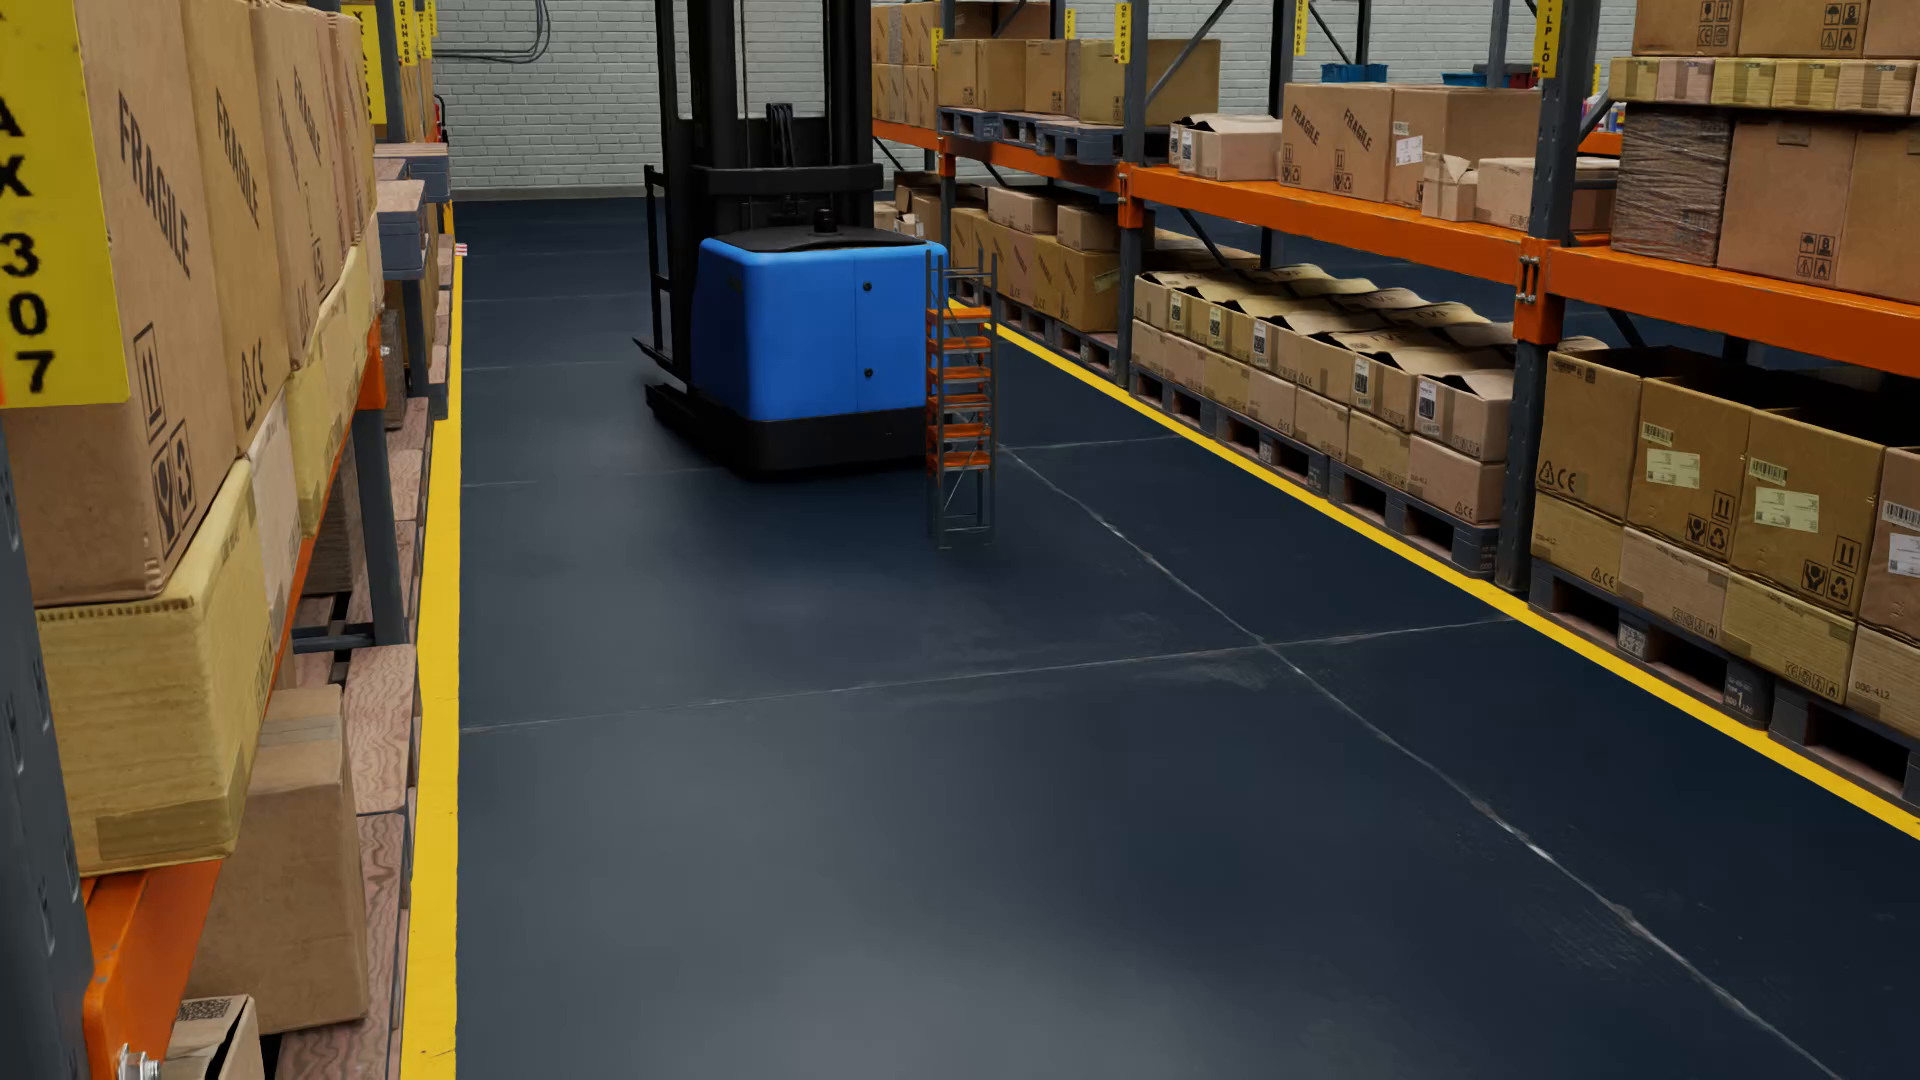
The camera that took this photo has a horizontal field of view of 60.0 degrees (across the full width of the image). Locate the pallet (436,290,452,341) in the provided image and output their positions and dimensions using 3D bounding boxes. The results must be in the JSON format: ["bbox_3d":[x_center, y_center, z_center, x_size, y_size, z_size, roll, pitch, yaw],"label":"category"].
[{"bbox_3d":[-4.135,-1.563,11.789,1.003,0.211,1.213,-5,17,-15],"label":"pallet"}]

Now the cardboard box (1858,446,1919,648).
[{"bbox_3d":[2.782,0.039,4.356,0.500,0.500,0.500,-5,17,-15],"label":"cardboard box"}]

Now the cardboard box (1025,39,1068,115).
[{"bbox_3d":[0.888,-3.264,11.700,0.700,0.500,0.500,-10,19,-29],"label":"cardboard box"}]

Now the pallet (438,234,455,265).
[{"bbox_3d":[-5.224,-2.662,15.447,1.003,0.211,1.213,-5,17,-15],"label":"pallet"}]

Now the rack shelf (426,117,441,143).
[{"bbox_3d":[-4.969,-3.315,14.023,1.077,0.370,4.000,-5,17,-15],"label":"rack shelf"}]

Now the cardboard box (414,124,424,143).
[{"bbox_3d":[-3.805,-2.713,11.170,0.380,0.149,0.250,-5,17,-15],"label":"cardboard box"}]

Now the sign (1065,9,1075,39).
[{"bbox_3d":[0.875,-4.098,13.368,0.100,0.325,0.005,-5,17,-15],"label":"sign"}]

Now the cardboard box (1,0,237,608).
[{"bbox_3d":[-0.964,-0.239,1.457,0.500,0.500,0.500,-5,17,-15],"label":"cardboard box"}]

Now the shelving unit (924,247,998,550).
[{"bbox_3d":[0.004,-0.571,6.766,0.258,1.200,0.189,-5,17,-15],"label":"shelving unit"}]

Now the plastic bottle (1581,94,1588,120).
[{"bbox_3d":[5.041,-3.453,13.435,0.061,0.283,0.133,-5,17,-15],"label":"plastic bottle"}]

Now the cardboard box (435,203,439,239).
[{"bbox_3d":[-5.230,-3.031,15.442,0.700,0.500,0.500,-5,17,-15],"label":"cardboard box"}]

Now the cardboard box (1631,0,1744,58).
[{"bbox_3d":[2.669,-1.833,5.411,0.700,0.500,0.500,-5,17,-15],"label":"cardboard box"}]

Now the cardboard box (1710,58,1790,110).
[{"bbox_3d":[2.571,-1.414,5.144,0.380,0.149,0.250,-5,17,-17],"label":"cardboard box"}]

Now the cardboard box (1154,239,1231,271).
[{"bbox_3d":[1.442,-1.699,10.973,0.500,0.500,0.500,-5,18,-17],"label":"cardboard box"}]

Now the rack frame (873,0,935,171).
[{"bbox_3d":[-0.757,-4.605,17.069,1.000,3.000,0.127,-5,17,-15],"label":"rack frame"}]

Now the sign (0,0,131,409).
[{"bbox_3d":[-0.600,-0.244,1.046,0.100,0.325,0.005,-5,17,-15],"label":"sign"}]

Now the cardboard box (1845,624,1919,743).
[{"bbox_3d":[2.785,0.397,4.465,0.500,0.250,0.500,-5,17,-15],"label":"cardboard box"}]

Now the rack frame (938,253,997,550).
[{"bbox_3d":[0.029,-0.545,6.682,0.240,1.200,0.006,-5,17,-15],"label":"rack frame"}]

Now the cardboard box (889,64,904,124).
[{"bbox_3d":[-0.328,-3.949,14.711,0.500,0.500,0.500,-4,17,-14],"label":"cardboard box"}]

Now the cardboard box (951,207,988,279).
[{"bbox_3d":[0.241,-2.359,13.172,0.500,0.500,0.500,-6,18,-18],"label":"cardboard box"}]

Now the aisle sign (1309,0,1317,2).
[{"bbox_3d":[3.702,-6.237,17.983,0.394,0.787,0.004,-5,17,-15],"label":"aisle sign"}]

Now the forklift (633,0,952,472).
[{"bbox_3d":[-1.109,-2.104,8.861,1.130,2.935,3.031,-7,18,-23],"label":"forklift"}]

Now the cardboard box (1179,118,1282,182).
[{"bbox_3d":[1.501,-2.087,8.840,0.500,0.311,0.500,-5,17,-16],"label":"cardboard box"}]

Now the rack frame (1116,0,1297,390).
[{"bbox_3d":[1.442,-2.392,9.702,1.000,3.000,0.127,-5,17,-15],"label":"rack frame"}]

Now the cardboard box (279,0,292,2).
[{"bbox_3d":[-3.694,-2.664,8.576,0.500,0.250,0.500,-4,17,-14],"label":"cardboard box"}]

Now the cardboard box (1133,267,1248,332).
[{"bbox_3d":[1.303,-1.377,9.397,0.500,0.311,0.500,-4,17,-13],"label":"cardboard box"}]

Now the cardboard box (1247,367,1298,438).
[{"bbox_3d":[1.732,-0.684,8.066,0.500,0.250,0.500,-4,17,-14],"label":"cardboard box"}]

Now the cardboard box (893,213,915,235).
[{"bbox_3d":[-0.293,-2.764,14.850,0.500,0.311,0.500,-5,17,-15],"label":"cardboard box"}]

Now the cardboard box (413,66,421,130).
[{"bbox_3d":[-3.628,-2.780,10.269,0.500,0.500,0.500,-4,17,-14],"label":"cardboard box"}]

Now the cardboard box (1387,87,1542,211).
[{"bbox_3d":[2.201,-1.693,7.201,0.500,0.500,0.500,-3,17,-11],"label":"cardboard box"}]

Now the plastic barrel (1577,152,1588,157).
[{"bbox_3d":[5.239,-2.934,14.422,0.600,0.901,0.708,-5,17,-15],"label":"plastic barrel"}]

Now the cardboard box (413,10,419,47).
[{"bbox_3d":[-4.045,-3.556,11.547,0.500,0.250,0.500,-4,17,-14],"label":"cardboard box"}]

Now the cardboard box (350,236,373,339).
[{"bbox_3d":[-1.670,-0.585,3.913,0.500,0.250,0.500,-5,17,-15],"label":"cardboard box"}]

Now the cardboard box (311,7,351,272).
[{"bbox_3d":[-1.523,-0.806,3.344,0.500,0.500,0.500,-5,17,-17],"label":"cardboard box"}]

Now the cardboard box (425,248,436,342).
[{"bbox_3d":[-3.631,-1.628,10.164,0.750,0.750,0.750,-5,17,-16],"label":"cardboard box"}]

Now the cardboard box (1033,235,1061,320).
[{"bbox_3d":[0.817,-1.789,11.274,0.500,0.500,0.500,-5,18,-17],"label":"cardboard box"}]

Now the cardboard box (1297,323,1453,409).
[{"bbox_3d":[1.870,-0.810,7.508,0.500,0.311,0.500,-5,17,-15],"label":"cardboard box"}]

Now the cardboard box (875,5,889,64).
[{"bbox_3d":[-0.464,-4.565,15.024,0.500,0.500,0.500,-5,17,-16],"label":"cardboard box"}]

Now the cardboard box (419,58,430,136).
[{"bbox_3d":[-4.553,-3.401,12.539,0.980,0.700,0.700,-4,17,-14],"label":"cardboard box"}]

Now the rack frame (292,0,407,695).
[{"bbox_3d":[-2.221,-0.893,4.711,1.000,3.000,0.127,-5,17,-15],"label":"rack frame"}]

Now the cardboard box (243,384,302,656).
[{"bbox_3d":[-1.107,-0.027,2.054,0.500,0.250,0.500,-5,18,-17],"label":"cardboard box"}]

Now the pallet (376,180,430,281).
[{"bbox_3d":[-2.291,-1.024,5.481,1.003,0.211,1.213,-5,17,-15],"label":"pallet"}]

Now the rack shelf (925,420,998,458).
[{"bbox_3d":[0.004,-0.413,6.813,0.258,0.103,0.180,-5,17,-15],"label":"rack shelf"}]

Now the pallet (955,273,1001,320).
[{"bbox_3d":[0.603,-1.941,13.048,1.003,0.211,1.213,-5,17,-15],"label":"pallet"}]

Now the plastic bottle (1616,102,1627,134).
[{"bbox_3d":[5.191,-3.315,12.997,0.097,0.271,0.097,0,17,0],"label":"plastic bottle"}]

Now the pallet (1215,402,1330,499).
[{"bbox_3d":[1.962,-0.489,8.213,1.003,0.211,1.213,-5,17,-15],"label":"pallet"}]

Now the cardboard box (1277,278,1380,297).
[{"bbox_3d":[1.972,-1.276,9.062,0.500,0.311,0.500,-5,17,-16],"label":"cardboard box"}]

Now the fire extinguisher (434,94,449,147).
[{"bbox_3d":[-5.116,-4.075,16.087,0.296,0.674,0.183,-5,17,-15],"label":"fire extinguisher"}]

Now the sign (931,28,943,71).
[{"bbox_3d":[-0.177,-3.868,13.111,0.100,0.325,0.005,-5,17,-15],"label":"sign"}]

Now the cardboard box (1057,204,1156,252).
[{"bbox_3d":[0.940,-2.020,10.741,0.500,0.250,0.500,-4,17,-13],"label":"cardboard box"}]

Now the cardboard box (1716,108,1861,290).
[{"bbox_3d":[2.820,-1.066,5.113,0.700,0.500,0.500,-5,17,-16],"label":"cardboard box"}]

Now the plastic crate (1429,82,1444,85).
[{"bbox_3d":[4.864,-4.298,16.149,0.437,0.282,0.530,-5,17,-15],"label":"plastic crate"}]

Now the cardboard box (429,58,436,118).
[{"bbox_3d":[-5.369,-4.216,15.251,0.980,0.700,0.700,-4,17,-13],"label":"cardboard box"}]

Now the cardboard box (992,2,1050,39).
[{"bbox_3d":[0.484,-4.178,13.735,0.500,0.500,0.500,-4,17,-14],"label":"cardboard box"}]

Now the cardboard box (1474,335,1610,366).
[{"bbox_3d":[2.535,-0.712,7.182,0.500,0.311,0.500,-5,17,-16],"label":"cardboard box"}]

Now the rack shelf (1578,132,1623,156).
[{"bbox_3d":[5.656,-2.992,12.947,1.077,0.370,4.000,-5,17,-15],"label":"rack shelf"}]
